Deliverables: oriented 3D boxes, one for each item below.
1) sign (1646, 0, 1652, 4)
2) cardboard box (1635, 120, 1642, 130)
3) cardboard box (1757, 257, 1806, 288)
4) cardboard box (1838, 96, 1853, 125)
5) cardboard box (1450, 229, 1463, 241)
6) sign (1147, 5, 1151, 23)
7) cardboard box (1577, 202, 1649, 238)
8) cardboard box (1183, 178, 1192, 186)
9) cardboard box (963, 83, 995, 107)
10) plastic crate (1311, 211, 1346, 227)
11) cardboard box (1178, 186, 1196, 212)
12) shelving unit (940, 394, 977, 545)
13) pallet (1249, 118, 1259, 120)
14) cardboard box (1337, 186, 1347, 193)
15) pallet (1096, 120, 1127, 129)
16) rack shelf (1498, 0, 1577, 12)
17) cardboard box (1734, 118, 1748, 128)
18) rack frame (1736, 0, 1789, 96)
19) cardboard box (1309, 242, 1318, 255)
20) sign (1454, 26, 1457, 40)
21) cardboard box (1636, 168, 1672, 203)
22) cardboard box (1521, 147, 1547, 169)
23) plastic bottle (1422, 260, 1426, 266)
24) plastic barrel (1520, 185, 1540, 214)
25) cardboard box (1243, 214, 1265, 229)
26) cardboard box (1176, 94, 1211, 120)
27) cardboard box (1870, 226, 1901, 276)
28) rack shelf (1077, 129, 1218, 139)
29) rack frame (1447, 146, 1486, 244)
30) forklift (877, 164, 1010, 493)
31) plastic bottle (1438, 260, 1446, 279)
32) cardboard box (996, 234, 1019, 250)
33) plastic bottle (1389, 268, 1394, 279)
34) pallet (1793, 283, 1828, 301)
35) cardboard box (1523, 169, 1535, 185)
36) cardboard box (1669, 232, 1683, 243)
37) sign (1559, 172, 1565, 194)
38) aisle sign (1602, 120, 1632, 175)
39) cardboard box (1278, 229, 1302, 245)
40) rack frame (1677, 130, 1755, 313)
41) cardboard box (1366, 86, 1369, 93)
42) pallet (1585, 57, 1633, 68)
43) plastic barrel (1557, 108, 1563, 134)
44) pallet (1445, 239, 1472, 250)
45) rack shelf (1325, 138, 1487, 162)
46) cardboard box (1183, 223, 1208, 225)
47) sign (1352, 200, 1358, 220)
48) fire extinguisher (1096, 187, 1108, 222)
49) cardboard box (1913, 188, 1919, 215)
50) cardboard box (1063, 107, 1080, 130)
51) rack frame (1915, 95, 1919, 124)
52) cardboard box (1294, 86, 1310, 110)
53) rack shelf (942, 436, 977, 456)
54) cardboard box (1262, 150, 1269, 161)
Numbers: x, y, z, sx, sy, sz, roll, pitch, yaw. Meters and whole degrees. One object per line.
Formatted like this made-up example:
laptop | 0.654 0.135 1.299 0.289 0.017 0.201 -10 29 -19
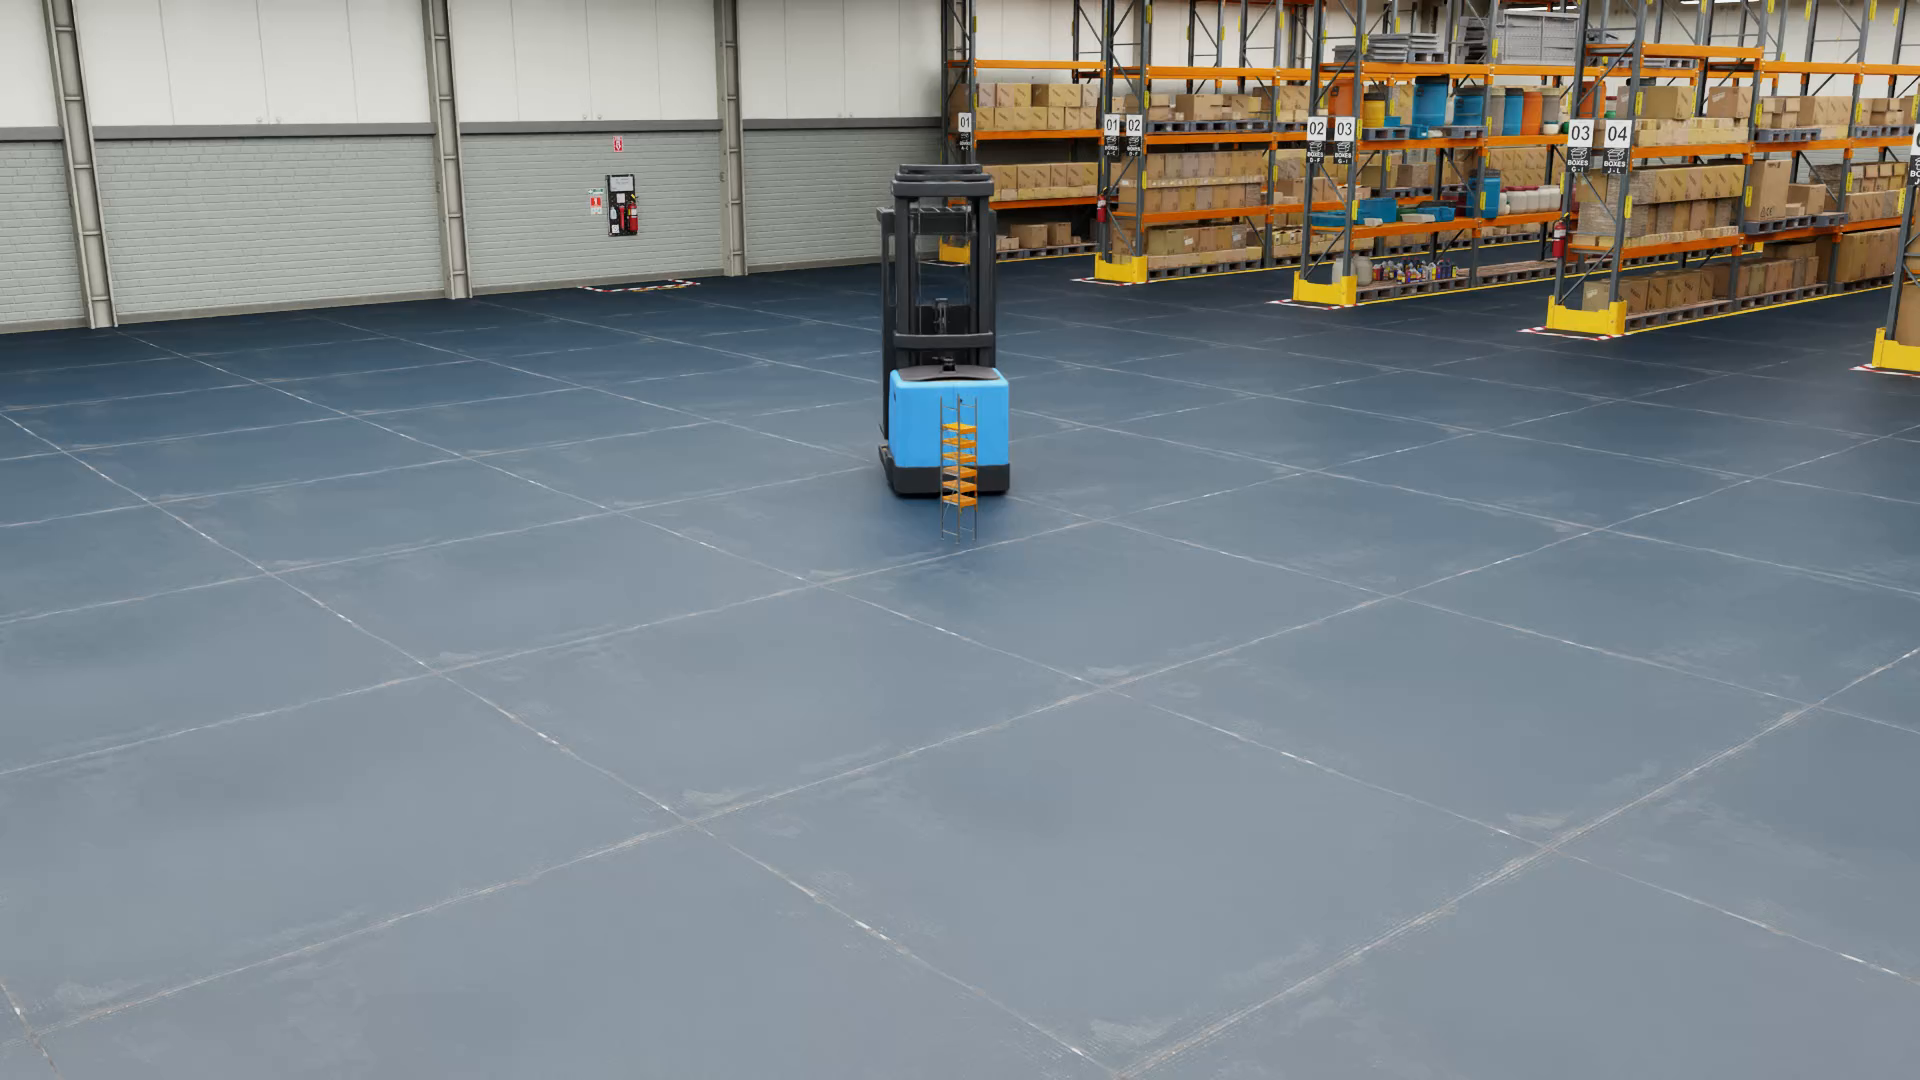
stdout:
sign | 10.075 -7.998 24.290 0.005 0.325 0.100 -13 19 -39
cardboard box | 10.079 -6.286 25.178 0.250 0.149 0.380 -13 20 -40
cardboard box | 14.852 -4.862 30.129 0.700 0.500 0.500 14 20 42
cardboard box | 15.558 -7.680 29.715 0.500 0.500 0.500 -12 19 -38
cardboard box | 11.709 -7.461 39.860 0.500 0.500 0.500 -13 19 -39
sign | 3.579 -9.962 31.489 0.005 0.325 0.100 -13 19 -39
cardboard box | 10.152 -4.995 25.868 0.500 0.500 0.875 -13 19 -39
cardboard box | 4.434 -7.206 33.464 0.250 0.149 0.380 -14 20 -41
cardboard box | 0.415 -9.617 35.957 0.500 0.500 0.500 14 21 43
plastic crate | 6.649 -5.751 29.755 0.616 0.251 0.499 -13 19 -39
cardboard box | 4.351 -6.942 33.734 0.500 0.500 0.700 -12 19 -39
shelving unit | -0.011 -0.577 13.586 0.189 1.200 0.258 -13 19 -39
pallet | 7.292 -10.631 42.290 1.213 0.211 1.003 -12 19 -37
cardboard box | 8.452 -7.843 37.472 0.500 0.311 0.500 -13 20 -40
pallet | 3.518 -9.728 38.909 1.003 0.211 1.213 -13 19 -39
rack shelf | 13.780 -13.173 40.582 4.000 0.370 1.077 -13 19 -39
cardboard box | 12.681 -6.851 27.291 0.250 0.149 0.380 -12 19 -38
rack frame | 18.538 -11.288 38.573 0.127 3.000 1.000 -13 19 -39
cardboard box | 7.479 -6.391 36.379 0.500 0.250 0.500 -13 20 -41
sign | 11.929 -12.174 39.926 0.005 0.325 0.100 -13 19 -39
cardboard box | 10.695 -5.514 25.872 0.500 0.500 0.500 -13 19 -39
cardboard box | 14.365 -9.583 41.682 0.500 0.500 0.500 -12 19 -38
plastic bottle | 8.957 -5.283 32.150 0.097 0.271 0.097 0 15 0
plastic barrel | 11.231 -6.740 32.906 0.433 0.535 0.433 0 15 0
cardboard box | 7.305 -8.374 42.639 0.750 0.750 0.750 -13 20 -40
cardboard box | 4.651 -8.641 33.195 0.500 0.500 0.500 -13 19 -39
cardboard box | 17.629 -5.661 32.433 0.875 0.875 1.225 -14 20 -41
rack shelf | 4.491 -9.726 39.932 4.000 0.370 1.077 -13 19 -39
rack frame | 12.272 -8.677 40.423 0.127 3.000 1.000 -13 19 -39
forklift | -0.229 -2.170 16.194 1.130 2.935 3.031 -2 15 -6
plastic bottle | 9.044 -5.092 31.282 0.185 0.351 0.144 -14 20 -42
cardboard box | 0.976 -6.718 37.446 0.500 0.311 0.500 -11 18 -35
plastic bottle | 8.113 -5.010 31.265 0.097 0.201 0.097 0 15 0
pallet | 15.164 -4.591 30.530 1.213 0.211 1.003 -13 19 -39
cardboard box | 13.981 -9.017 41.501 0.500 0.500 0.500 -13 20 -40
cardboard box | 11.286 -4.831 26.511 0.250 0.149 0.380 -13 19 -39
sign | 9.370 -5.539 25.818 0.005 0.325 0.100 -13 19 -39
aisle sign | 9.869 -5.902 24.997 0.004 0.787 0.394 -13 19 -39
cardboard box | 7.093 -6.573 35.972 0.500 0.311 0.500 -13 20 -40
rack frame | 12.737 -5.393 28.127 0.127 3.000 1.000 -13 19 -39
cardboard box | 10.889 -11.959 44.727 0.500 0.500 0.500 -14 20 -42
pallet | 13.067 -9.765 34.011 1.003 0.211 1.213 -13 19 -39
plastic barrel | 12.067 -8.545 33.899 0.421 0.512 0.421 0 15 0
pallet | 11.683 -7.185 40.240 1.213 0.211 1.003 -13 19 -39
rack shelf | 7.977 -7.120 30.175 4.000 0.370 1.077 -13 19 -39
cardboard box | 4.927 -6.372 34.853 0.500 0.500 0.500 -13 19 -39
sign | 6.826 -5.705 28.761 0.005 0.325 0.100 -13 19 -39
fire extinguisher | 2.825 -6.678 33.087 0.183 0.674 0.296 -13 19 -39
cardboard box | 18.598 -6.664 32.692 0.500 0.500 0.500 -13 19 -39
cardboard box | 2.373 -9.576 37.743 0.500 0.500 0.500 14 20 42
rack frame | 12.899 -6.631 21.137 0.127 3.000 1.000 -13 19 -39
cardboard box | 7.142 -9.462 35.571 0.500 0.500 0.500 -10 18 -34
rack shelf | -0.011 -0.766 13.536 0.180 0.103 0.258 -13 19 -39
cardboard box | 7.672 -9.819 42.434 0.500 0.250 0.500 -13 20 -40
